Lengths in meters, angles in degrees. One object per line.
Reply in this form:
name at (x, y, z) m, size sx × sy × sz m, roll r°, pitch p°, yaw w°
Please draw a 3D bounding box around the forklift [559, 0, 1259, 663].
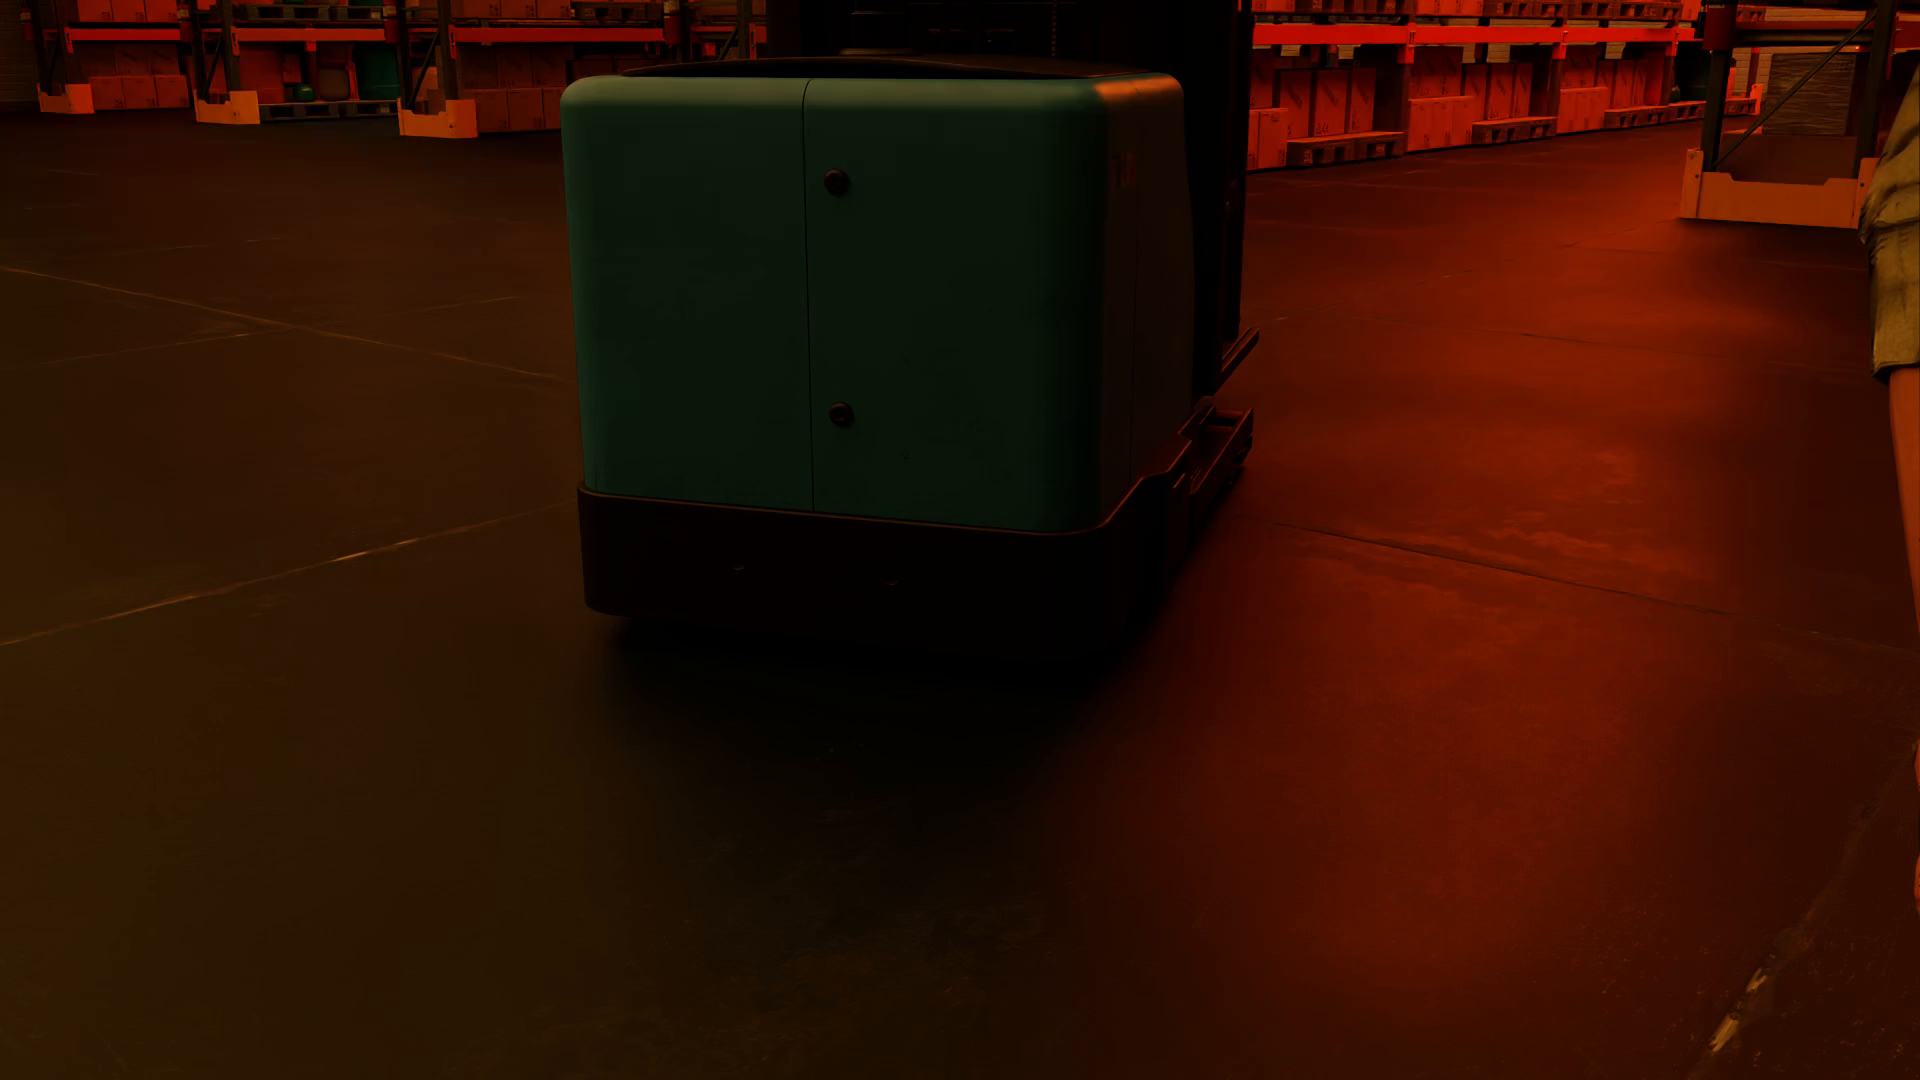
forklift at (0.182, -1.571, 4.072) m, size 1.130 × 2.935 × 3.031 m, roll 5°, pitch 18°, yaw 17°
